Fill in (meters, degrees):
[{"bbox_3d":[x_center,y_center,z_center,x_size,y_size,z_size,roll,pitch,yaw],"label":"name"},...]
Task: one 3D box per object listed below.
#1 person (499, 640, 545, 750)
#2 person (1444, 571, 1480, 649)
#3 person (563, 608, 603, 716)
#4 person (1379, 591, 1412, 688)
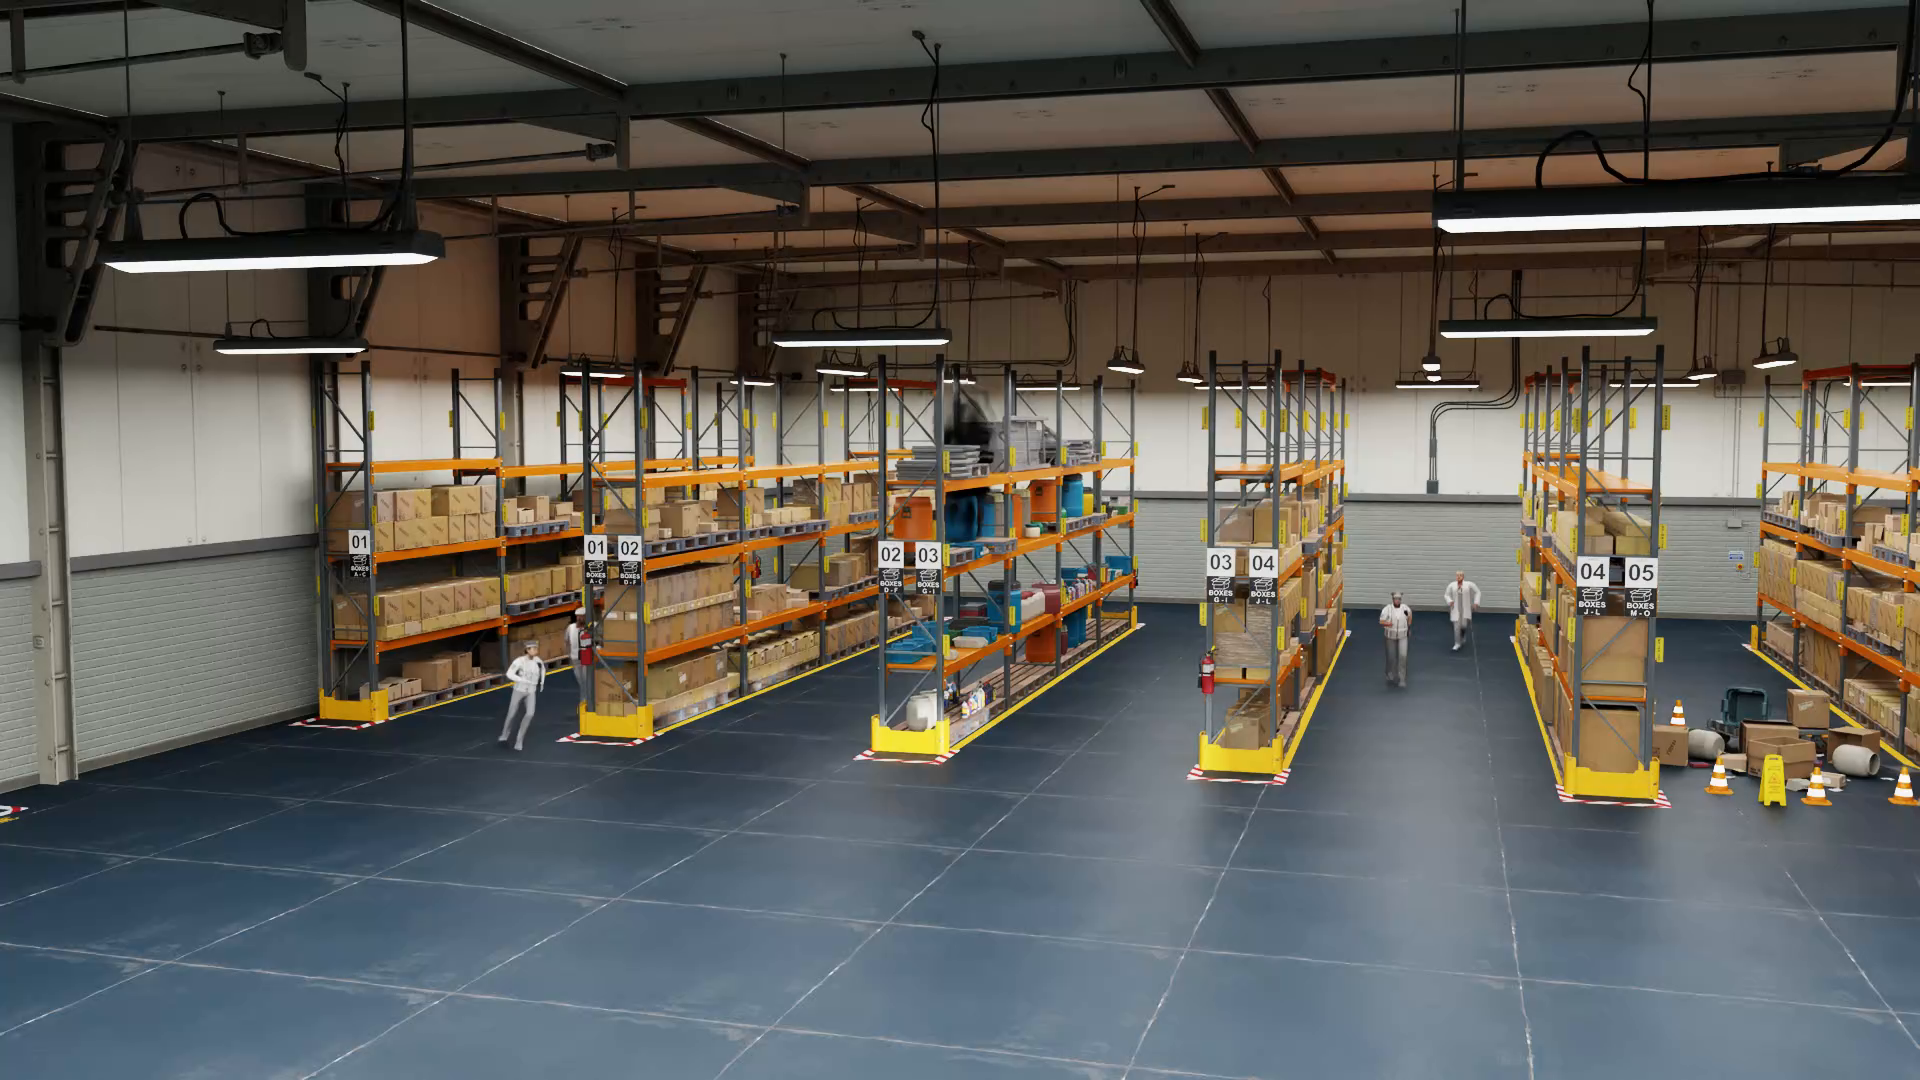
[{"bbox_3d":[-6.730,2.370,25.712,0.734,1.667,0.764,-2,5,-29],"label":"person"},{"bbox_3d":[10.970,1.542,36.396,0.744,1.739,0.690,2,5,25],"label":"person"},{"bbox_3d":[-6.485,2.052,28.594,0.634,1.800,0.939,1,4,9],"label":"person"},{"bbox_3d":[8.293,1.850,31.654,0.621,1.798,0.937,1,4,9],"label":"person"}]
